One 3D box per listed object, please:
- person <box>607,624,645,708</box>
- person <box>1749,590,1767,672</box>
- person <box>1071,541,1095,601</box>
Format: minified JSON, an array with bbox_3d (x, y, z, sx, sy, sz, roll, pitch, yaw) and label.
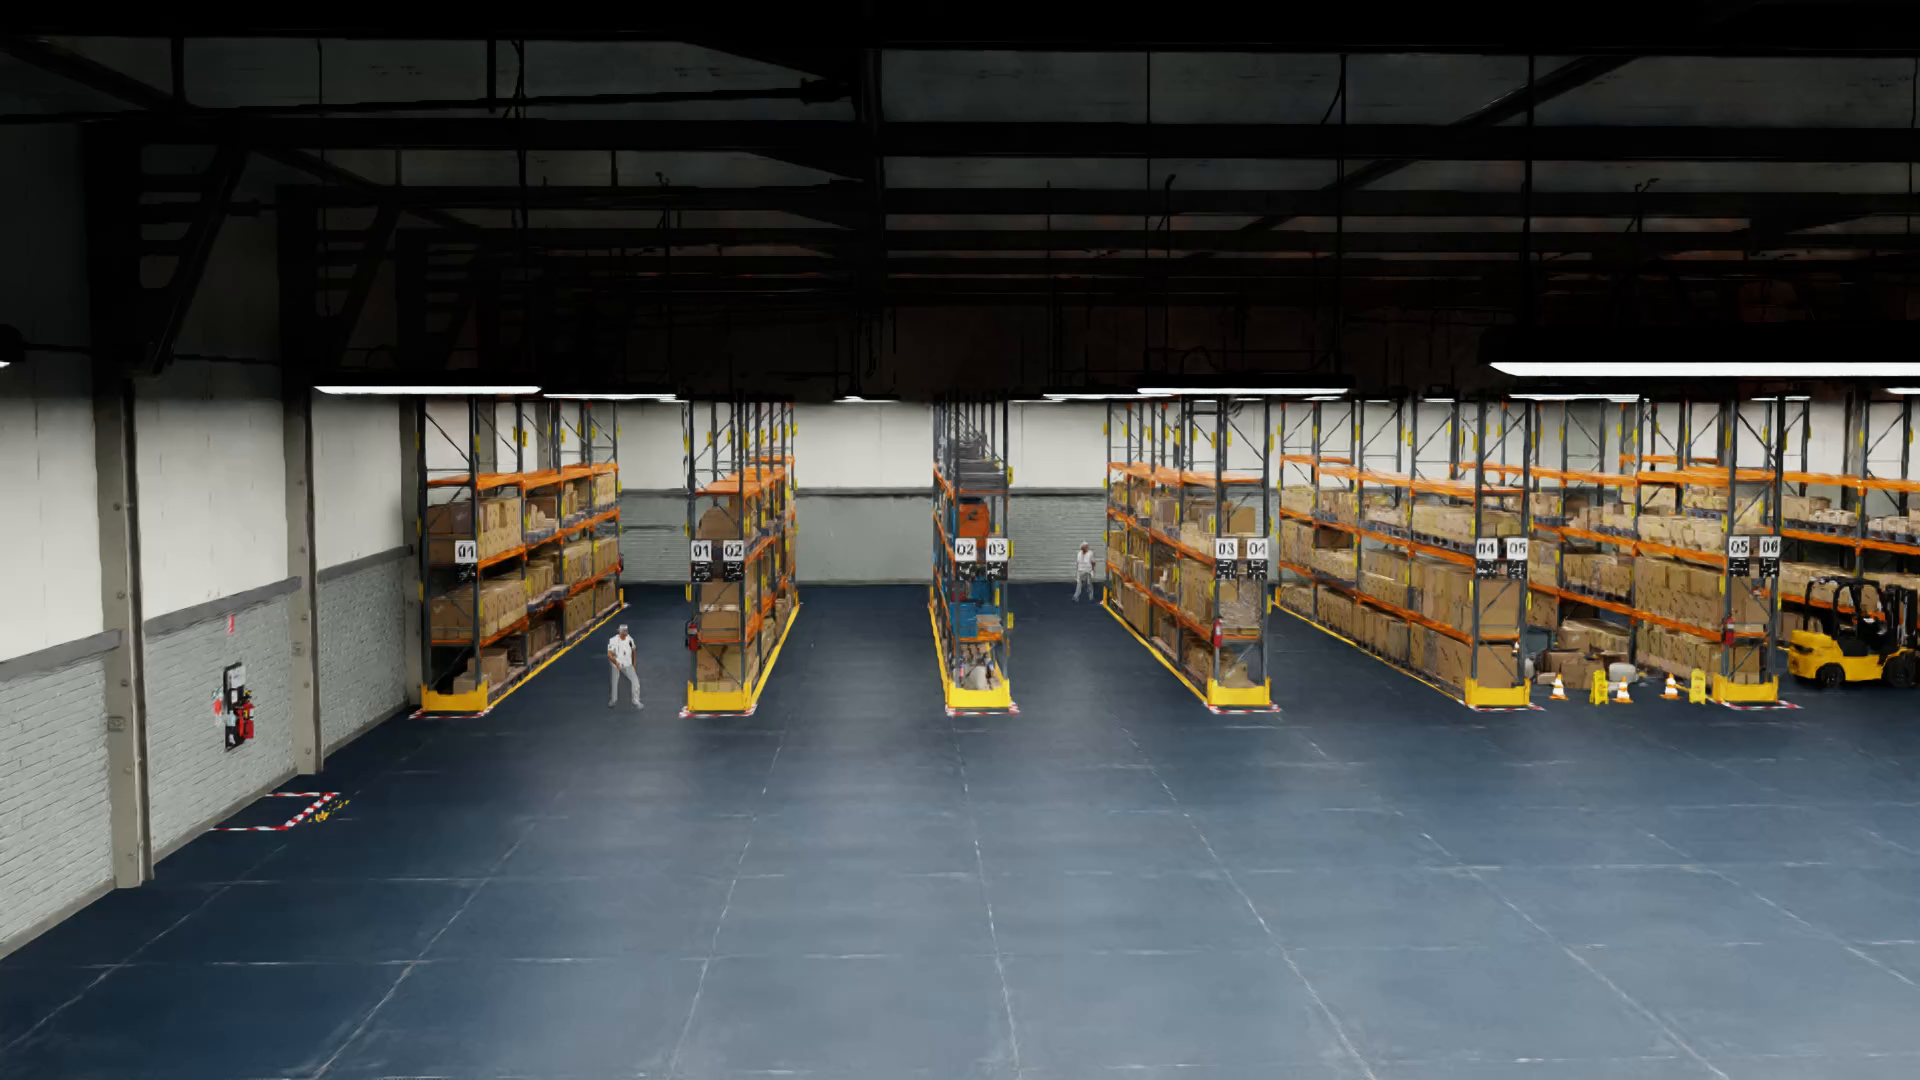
[{"bbox_3d":[-6.350,2.363,31.349,0.643,1.610,0.749,-2,5,-24],"label":"person"},{"bbox_3d":[17.073,1.940,35.744,0.576,1.708,0.626,3,5,29],"label":"person"},{"bbox_3d":[3.626,0.894,48.374,0.575,1.738,0.916,2,5,22],"label":"person"}]
